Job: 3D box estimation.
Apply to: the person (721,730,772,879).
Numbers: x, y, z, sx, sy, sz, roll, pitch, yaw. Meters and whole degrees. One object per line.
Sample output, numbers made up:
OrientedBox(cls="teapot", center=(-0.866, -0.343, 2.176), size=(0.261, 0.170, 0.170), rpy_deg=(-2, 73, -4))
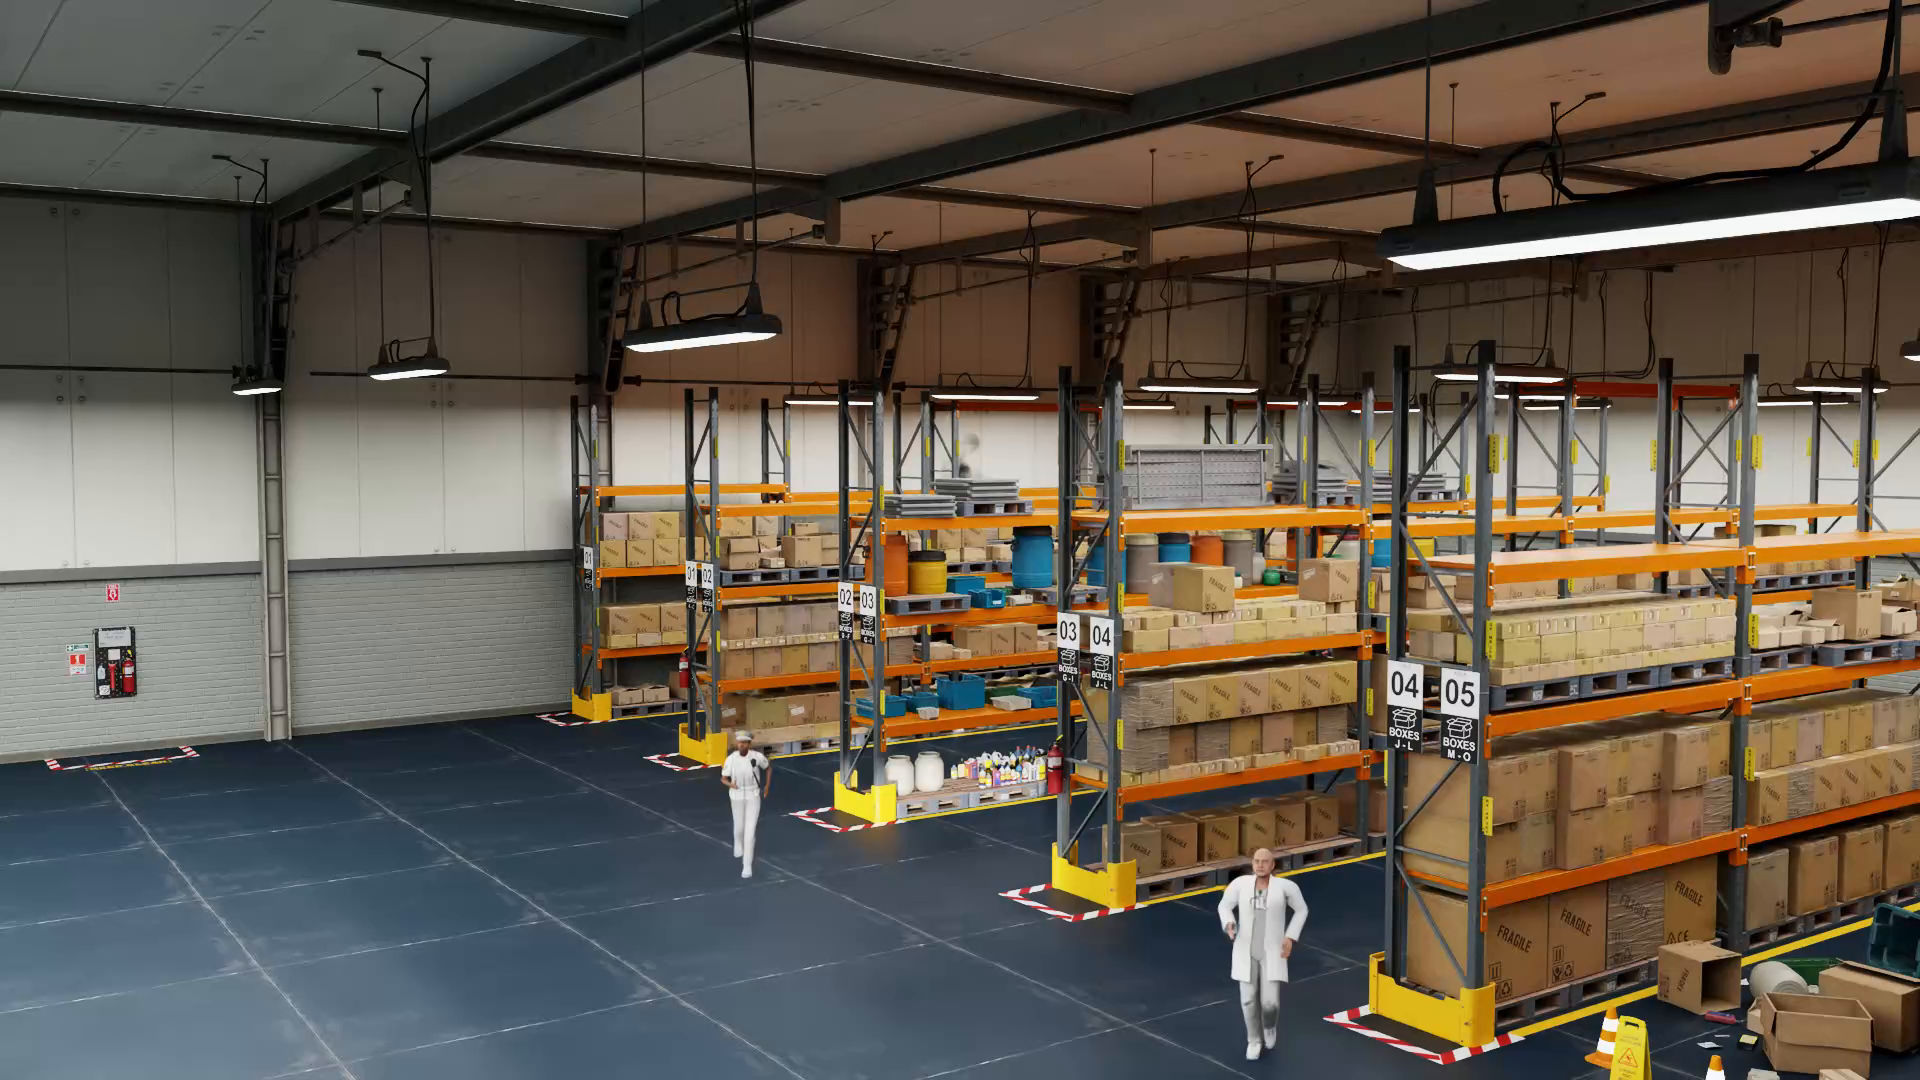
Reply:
OrientedBox(cls="person", center=(-2.568, 3.116, 20.004), size=(0.588, 1.719, 0.935), rpy_deg=(0, 3, -1))

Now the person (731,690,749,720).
OrientedBox(cls="person", center=(-3.887, 2.544, 29.048), size=(0.591, 1.732, 0.645), rpy_deg=(-2, 4, -32))

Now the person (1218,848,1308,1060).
OrientedBox(cls="person", center=(2.496, 3.462, 13.901), size=(0.740, 1.750, 0.599), rpy_deg=(1, 4, 21))
